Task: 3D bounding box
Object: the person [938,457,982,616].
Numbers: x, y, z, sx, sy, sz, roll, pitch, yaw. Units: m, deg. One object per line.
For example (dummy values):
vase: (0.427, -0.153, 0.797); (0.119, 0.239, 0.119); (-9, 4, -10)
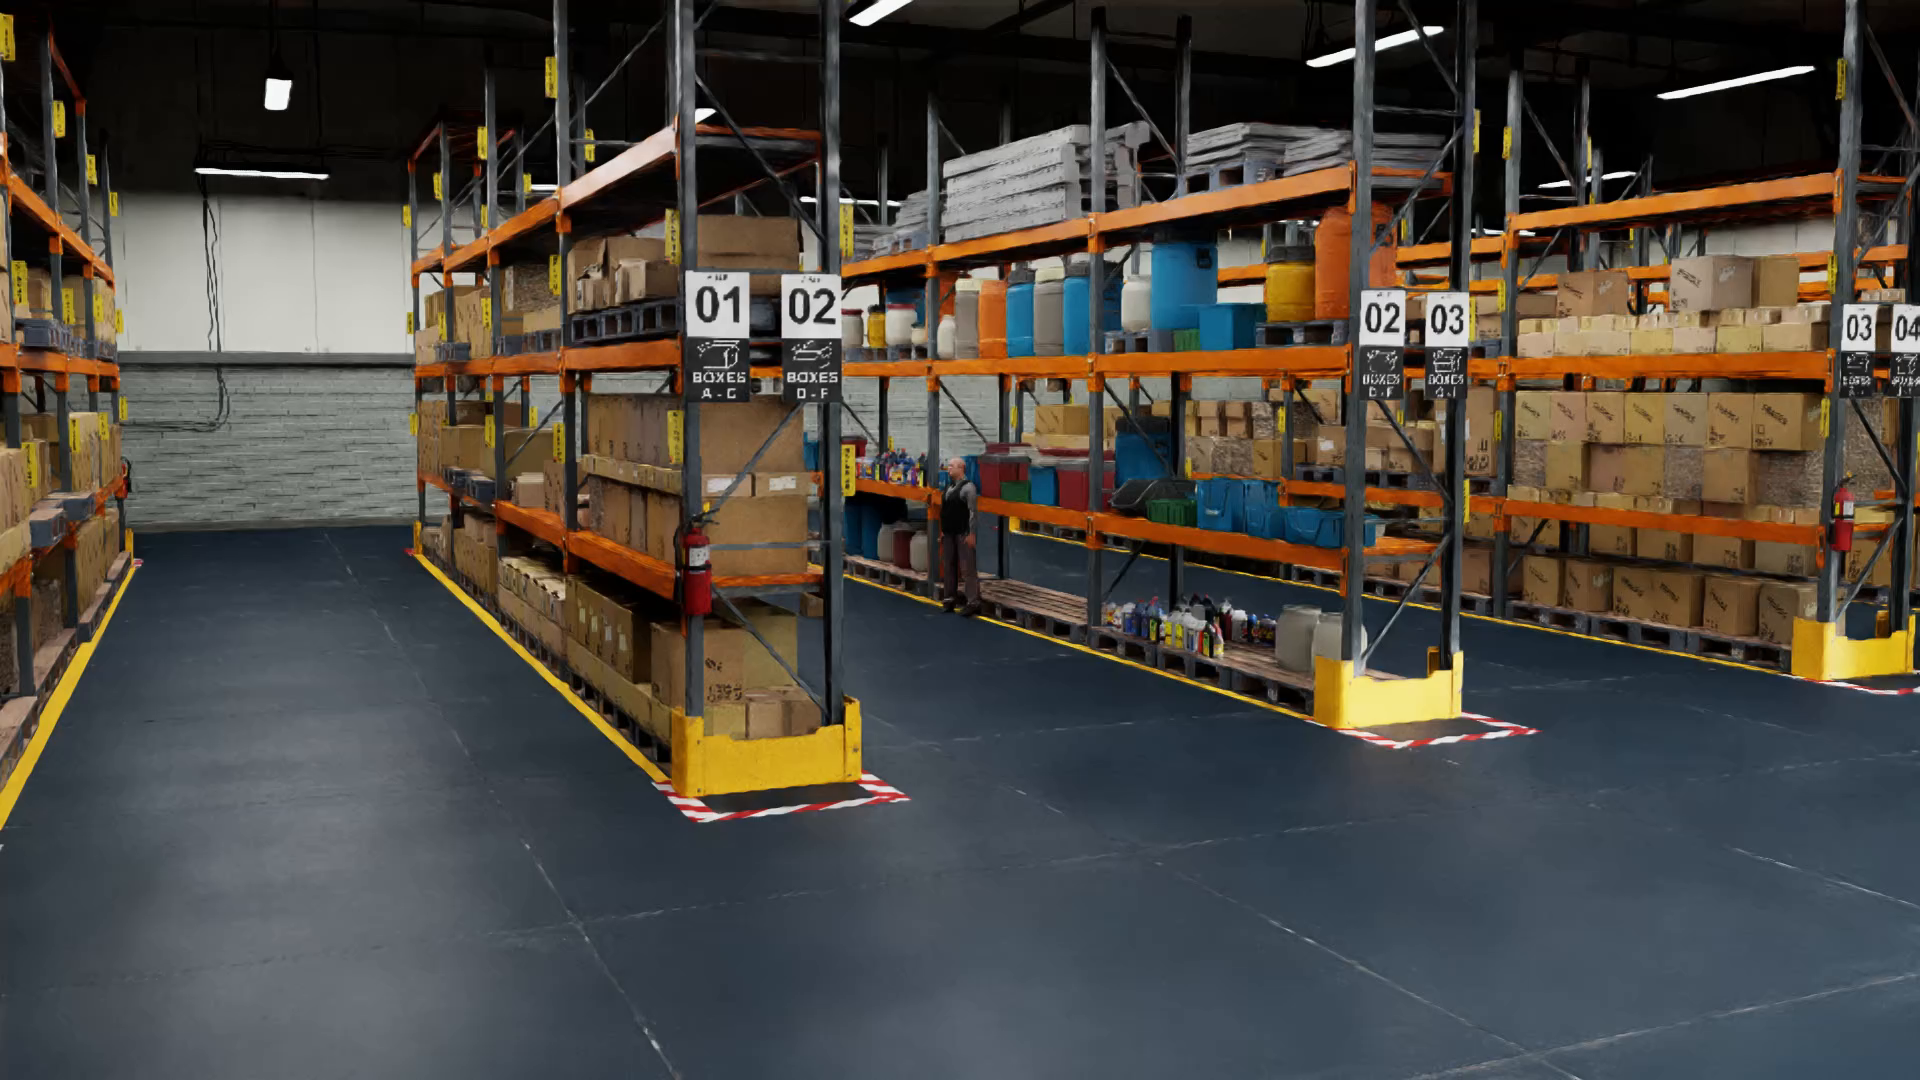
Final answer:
person: (-0.019, -0.048, 18.206); (0.405, 1.722, 0.549); (-4, 6, -35)
